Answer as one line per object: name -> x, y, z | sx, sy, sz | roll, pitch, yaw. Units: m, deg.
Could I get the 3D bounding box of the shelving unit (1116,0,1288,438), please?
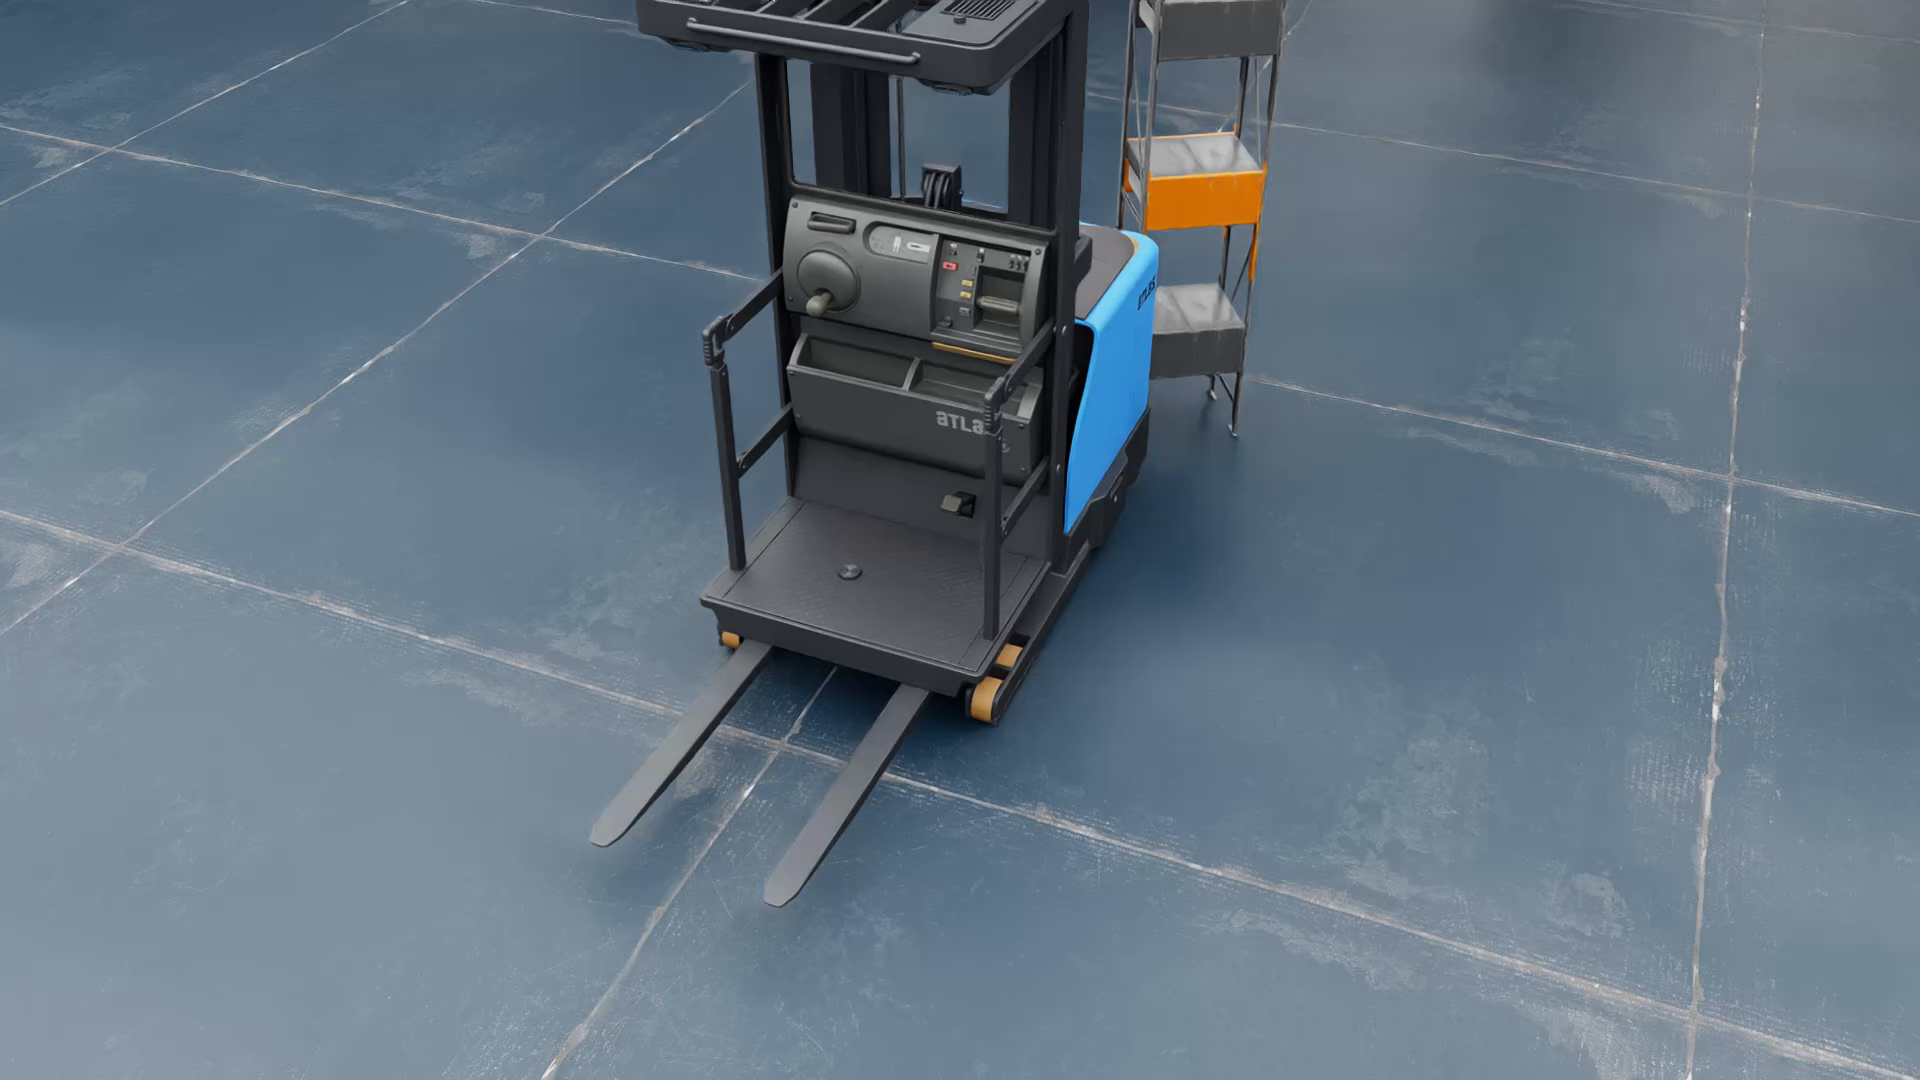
shelving unit -> 0.944, -1.390, 6.856 | 0.503, 2.100, 0.431 | -5, 37, -7

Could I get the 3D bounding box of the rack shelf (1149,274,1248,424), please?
rack shelf -> 0.944, -0.818, 7.283 | 0.480, 0.518, 0.431 | -5, 37, -7

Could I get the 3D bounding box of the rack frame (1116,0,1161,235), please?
rack frame -> 0.703, -1.367, 6.825 | 0.015, 2.100, 0.400 | -5, 37, -7

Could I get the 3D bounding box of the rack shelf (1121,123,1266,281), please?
rack shelf -> 0.944, -1.379, 6.864 | 0.480, 0.518, 0.431 | -5, 37, -7

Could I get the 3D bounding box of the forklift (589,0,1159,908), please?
forklift -> -0.245, -0.819, 5.398 | 1.130, 2.935, 3.031 | 14, 39, 18

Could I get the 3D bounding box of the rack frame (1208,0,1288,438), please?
rack frame -> 1.185, -1.413, 6.887 | 0.015, 2.100, 0.400 | -5, 37, -7

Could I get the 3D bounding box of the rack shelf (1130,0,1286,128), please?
rack shelf -> 0.944, -1.940, 6.445 | 0.480, 0.518, 0.431 | -5, 37, -7
